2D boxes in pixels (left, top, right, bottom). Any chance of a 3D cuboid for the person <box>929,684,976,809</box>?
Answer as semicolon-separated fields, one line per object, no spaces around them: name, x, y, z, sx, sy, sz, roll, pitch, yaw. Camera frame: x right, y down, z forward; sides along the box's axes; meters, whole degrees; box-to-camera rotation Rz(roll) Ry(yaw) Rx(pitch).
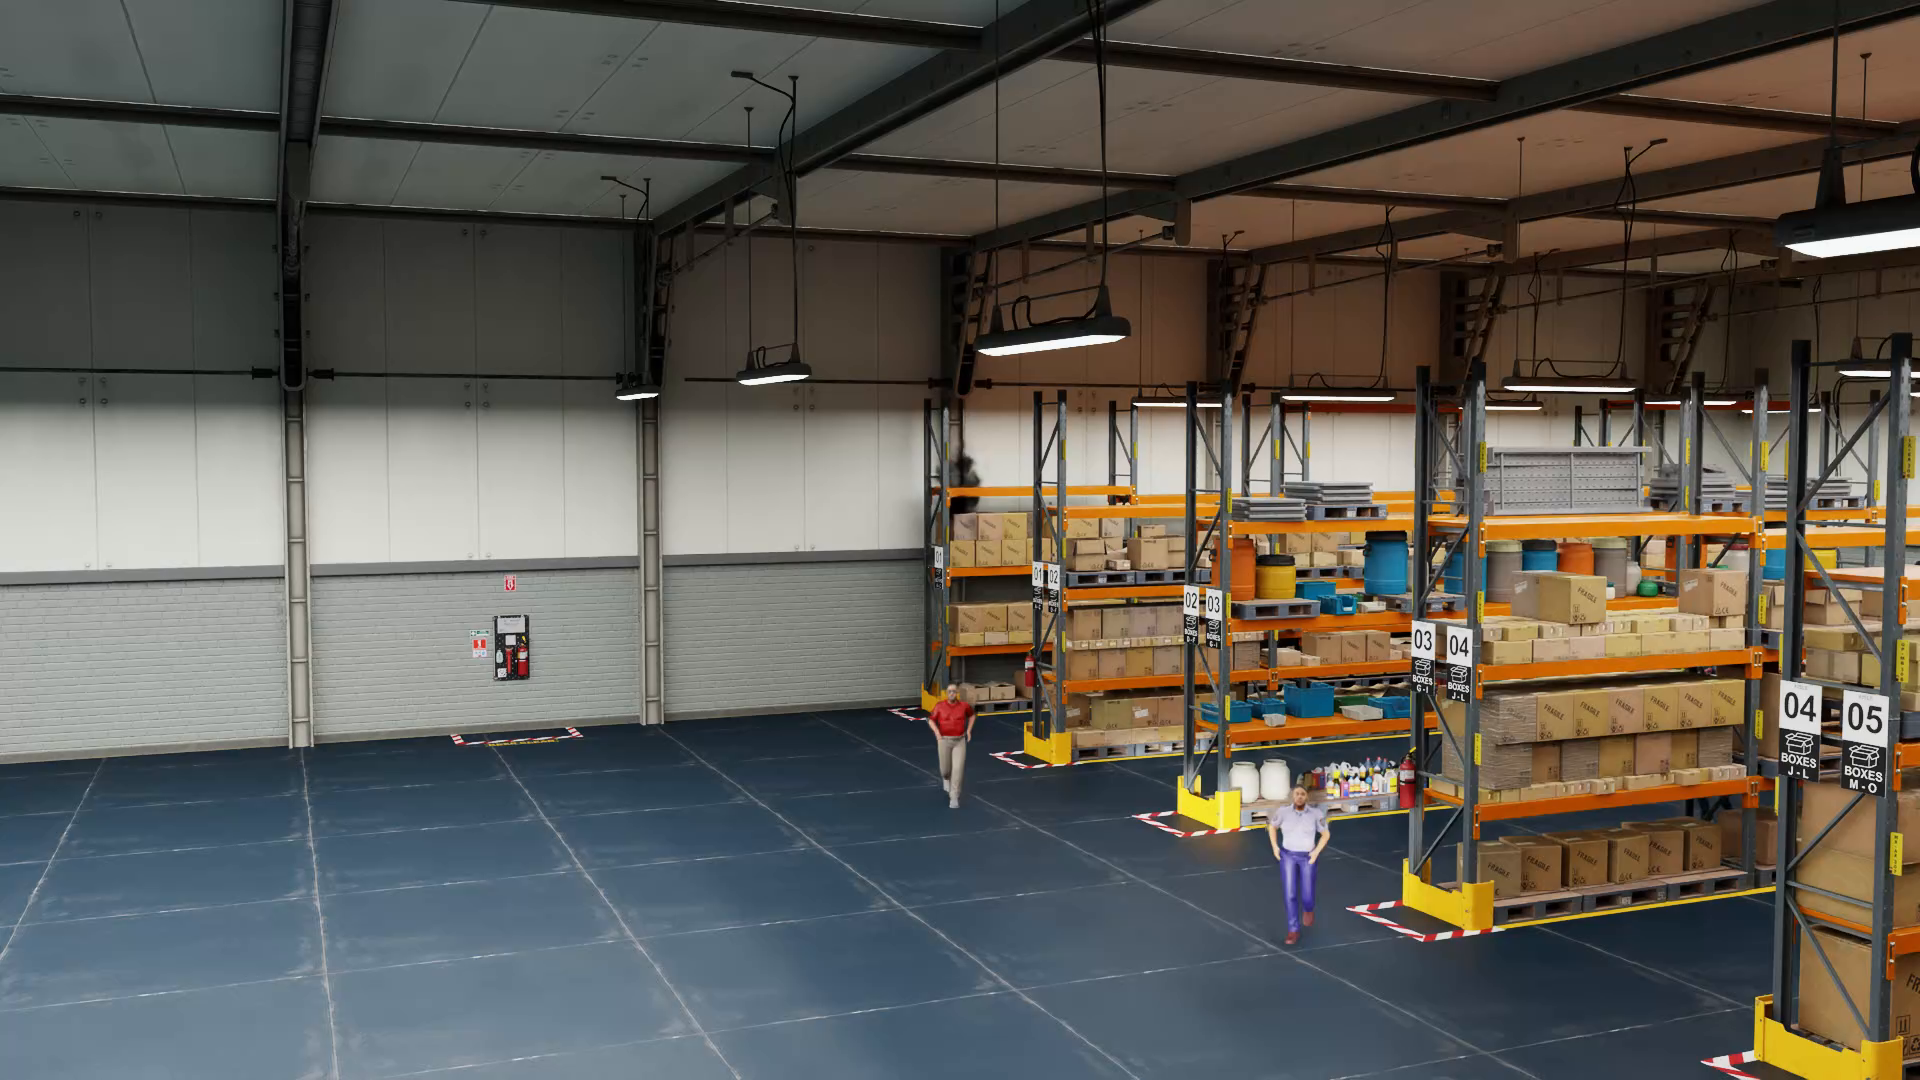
person;-0.111;2.917;23.815;0.669;1.722;0.894;0;3;0

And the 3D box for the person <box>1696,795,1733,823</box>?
person;9.904;3.088;21.794;0.682;1.602;0.503;-2;4;-30

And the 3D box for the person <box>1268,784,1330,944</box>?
person;3.527;3.346;17.382;0.617;1.618;0.655;1;3;14
